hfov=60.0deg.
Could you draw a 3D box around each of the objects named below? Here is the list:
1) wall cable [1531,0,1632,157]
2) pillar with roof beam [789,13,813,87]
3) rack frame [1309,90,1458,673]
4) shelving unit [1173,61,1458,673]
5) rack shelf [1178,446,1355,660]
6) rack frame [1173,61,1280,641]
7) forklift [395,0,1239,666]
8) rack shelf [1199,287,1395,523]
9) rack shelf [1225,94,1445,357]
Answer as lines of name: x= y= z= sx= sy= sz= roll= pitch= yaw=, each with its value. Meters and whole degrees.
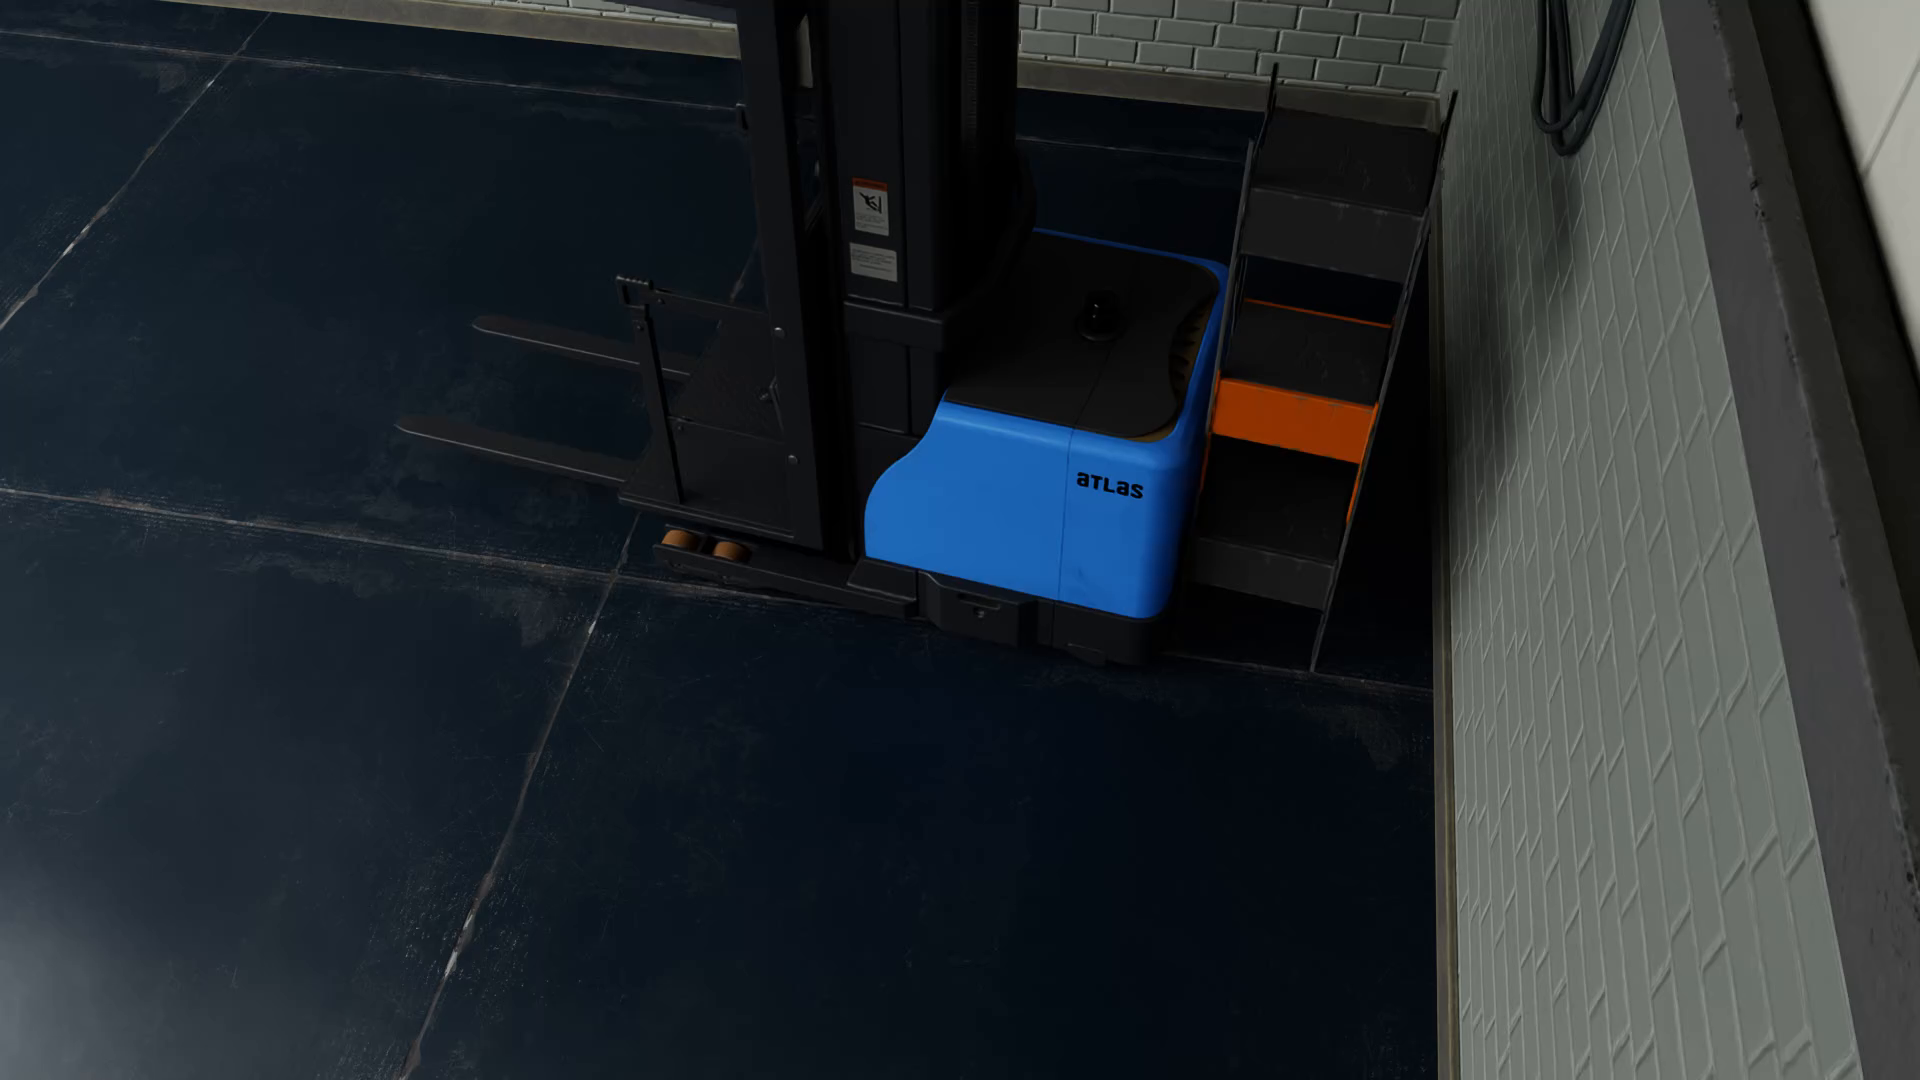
wall cable: x=1.976 y=-2.907 z=4.900 sx=0.112 sy=2.526 sz=3.097 roll=8 pitch=49 yaw=7
pillar with roof beam: x=-1.454 y=-2.152 z=2.134 sx=0.400 sy=9.000 sz=9.100 roll=8 pitch=49 yaw=7
rack frame: x=1.291 y=-0.380 z=5.179 sx=0.015 sy=2.100 sz=0.400 roll=13 pitch=49 yaw=11
shelving unit: x=1.057 y=-0.432 z=5.227 sx=0.503 sy=2.100 sz=0.431 roll=13 pitch=49 yaw=11
rack shelf: x=1.057 y=0.045 z=5.758 sx=0.480 sy=0.518 sz=0.431 roll=13 pitch=49 yaw=11
rack frame: x=0.824 y=-0.485 z=5.274 sx=0.015 sy=2.100 sz=0.400 roll=13 pitch=49 yaw=11
forklift: x=-0.612 y=-1.177 z=5.337 sx=3.031 sy=2.935 sz=1.130 roll=13 pitch=49 yaw=11
rack shelf: x=1.057 y=-0.423 z=5.237 sx=0.480 sy=0.518 sz=0.431 roll=13 pitch=49 yaw=11
rack shelf: x=1.057 y=-0.891 z=4.716 sx=0.480 sy=0.518 sz=0.431 roll=13 pitch=49 yaw=11
